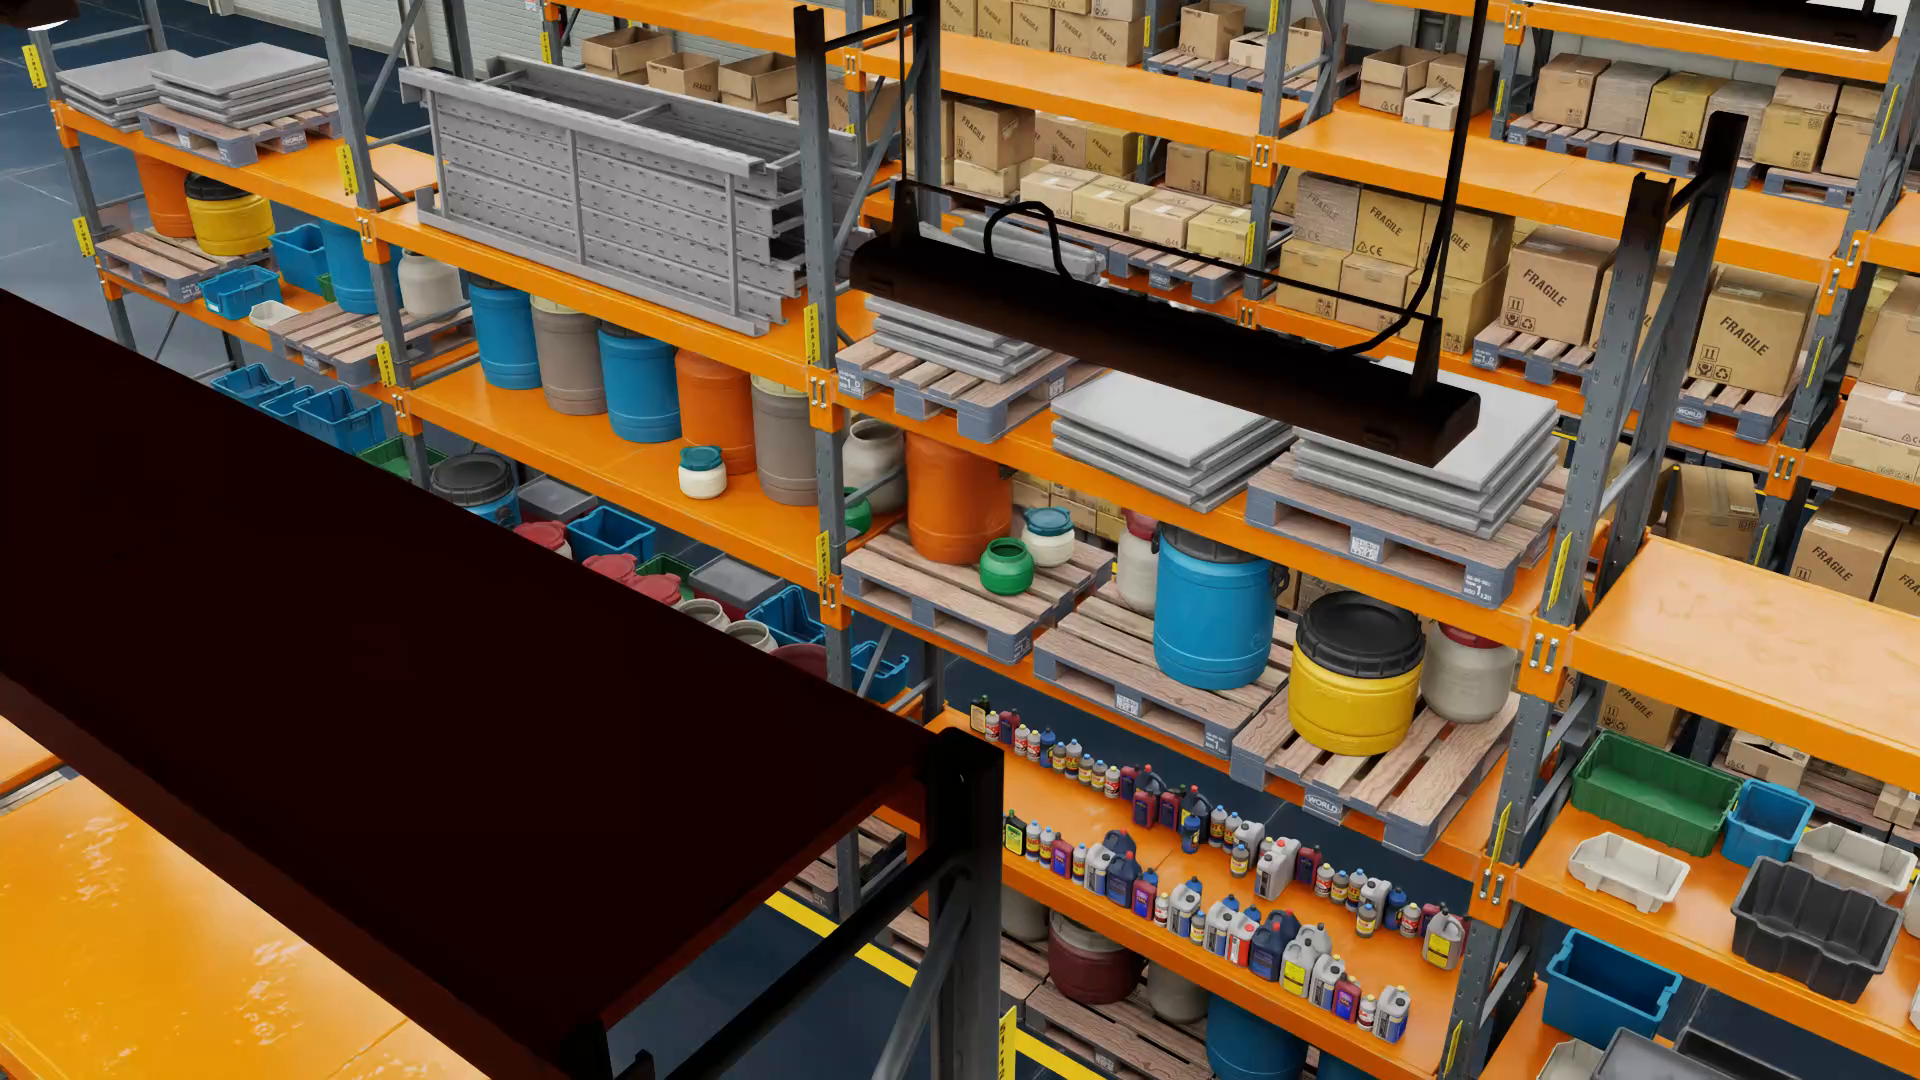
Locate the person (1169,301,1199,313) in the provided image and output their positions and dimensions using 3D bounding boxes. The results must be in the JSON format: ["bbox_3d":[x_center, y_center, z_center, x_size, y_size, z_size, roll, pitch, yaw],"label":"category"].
[{"bbox_3d":[2.129,-1.596,16.201,0.962,1.735,0.522,16,35,24],"label":"person"}]
